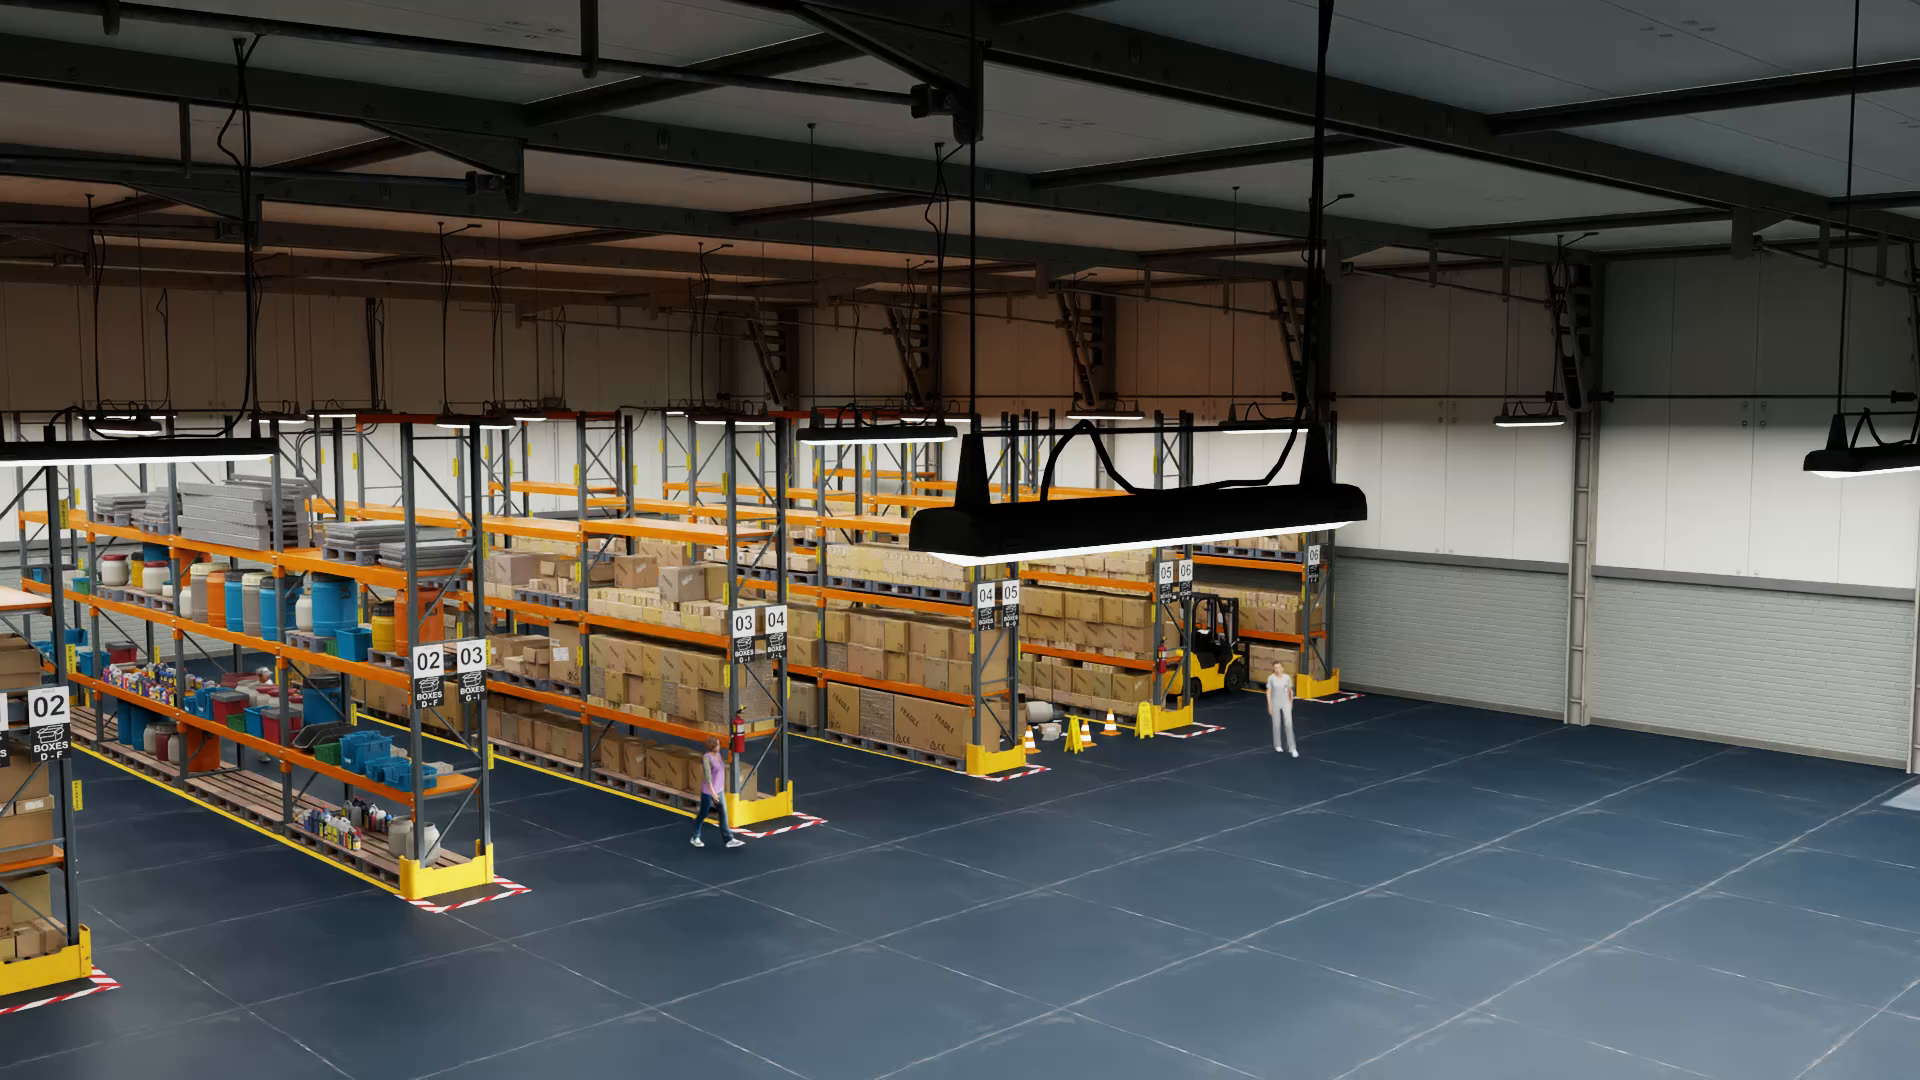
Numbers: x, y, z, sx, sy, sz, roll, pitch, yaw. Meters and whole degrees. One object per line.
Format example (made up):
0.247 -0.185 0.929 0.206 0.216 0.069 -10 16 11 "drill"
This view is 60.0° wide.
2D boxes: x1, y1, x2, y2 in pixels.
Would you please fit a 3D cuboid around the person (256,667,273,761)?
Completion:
-12.173 2.993 28.985 0.824 1.617 0.482 5 7 43 "person"

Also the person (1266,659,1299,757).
5.690 2.951 29.362 0.554 1.669 0.719 1 5 6 "person"

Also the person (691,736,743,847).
-3.412 3.519 23.235 0.827 1.569 0.431 3 6 27 "person"
